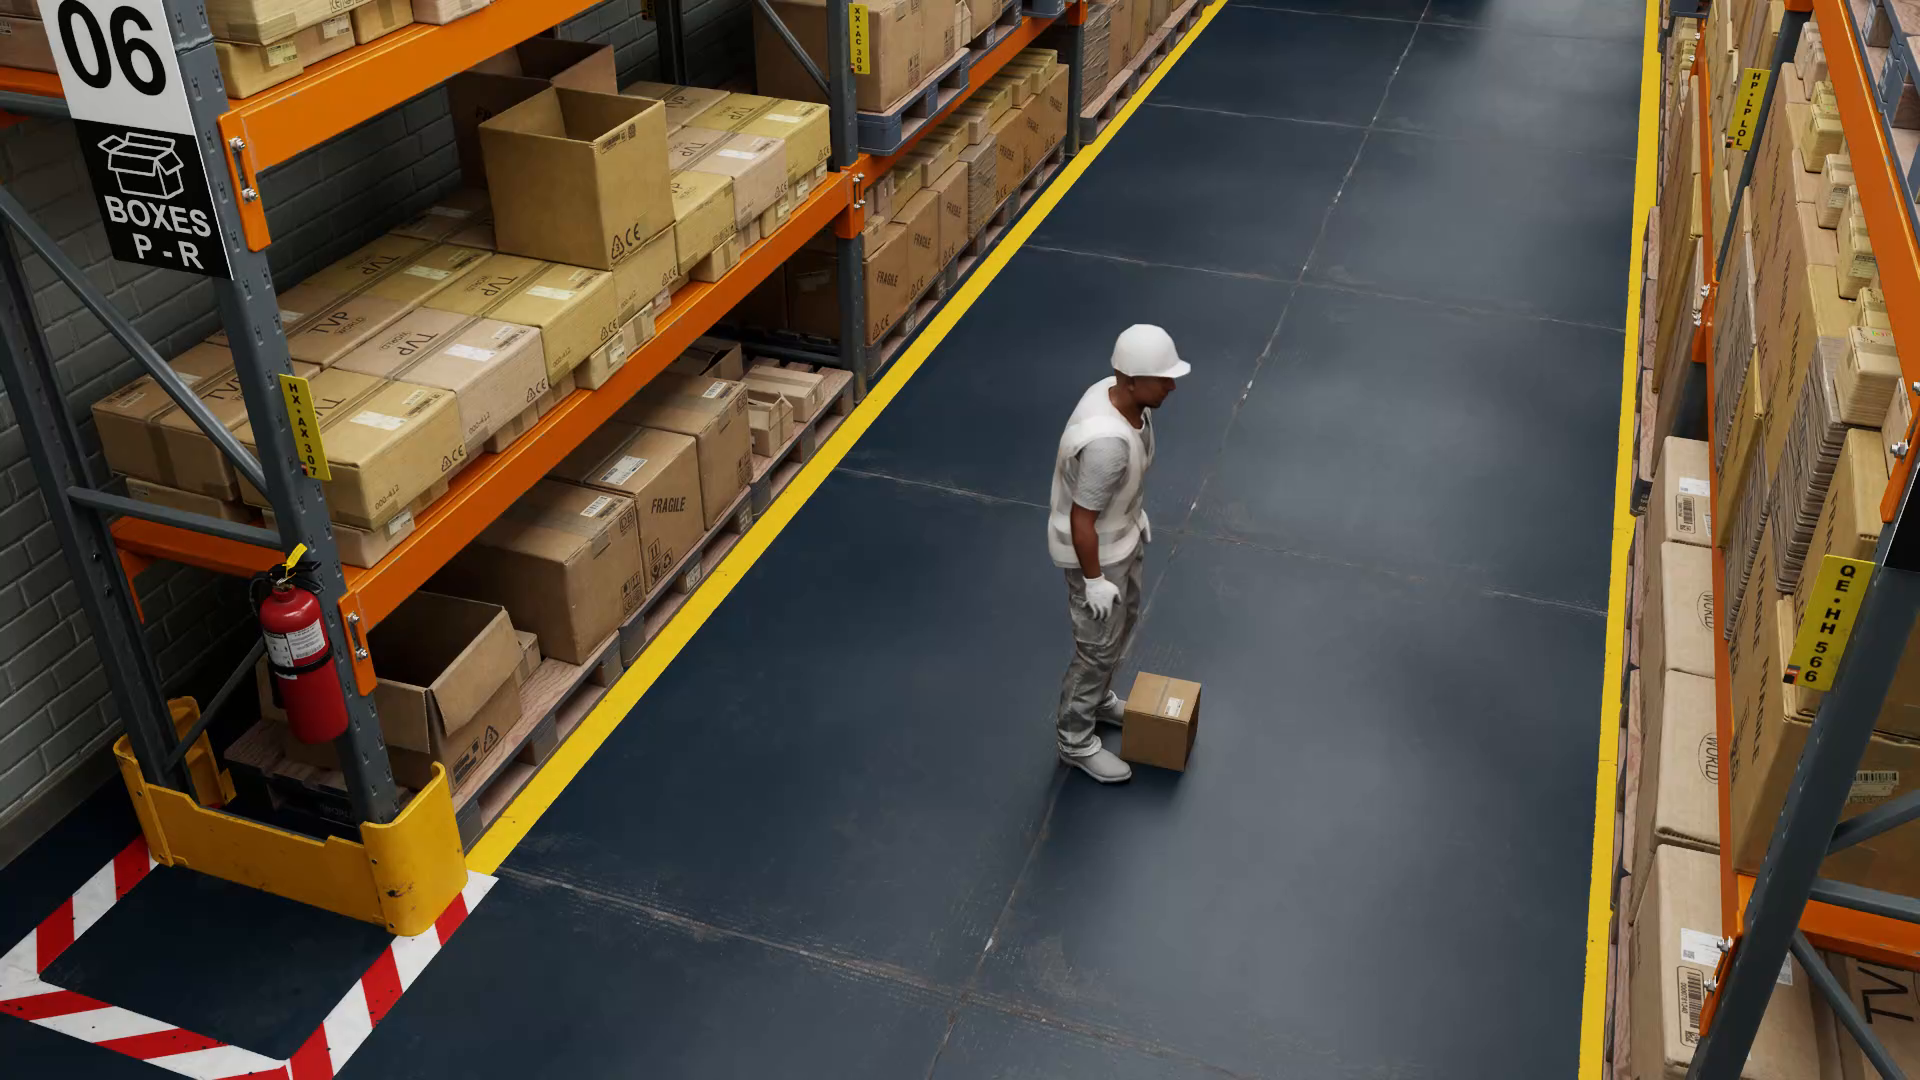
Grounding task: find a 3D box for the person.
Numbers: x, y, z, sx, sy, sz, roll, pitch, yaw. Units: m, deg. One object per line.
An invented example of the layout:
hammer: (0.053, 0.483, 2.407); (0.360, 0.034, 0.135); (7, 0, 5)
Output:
person: (0.558, 0.030, 6.083); (0.452, 1.773, 0.618); (11, 35, 16)
